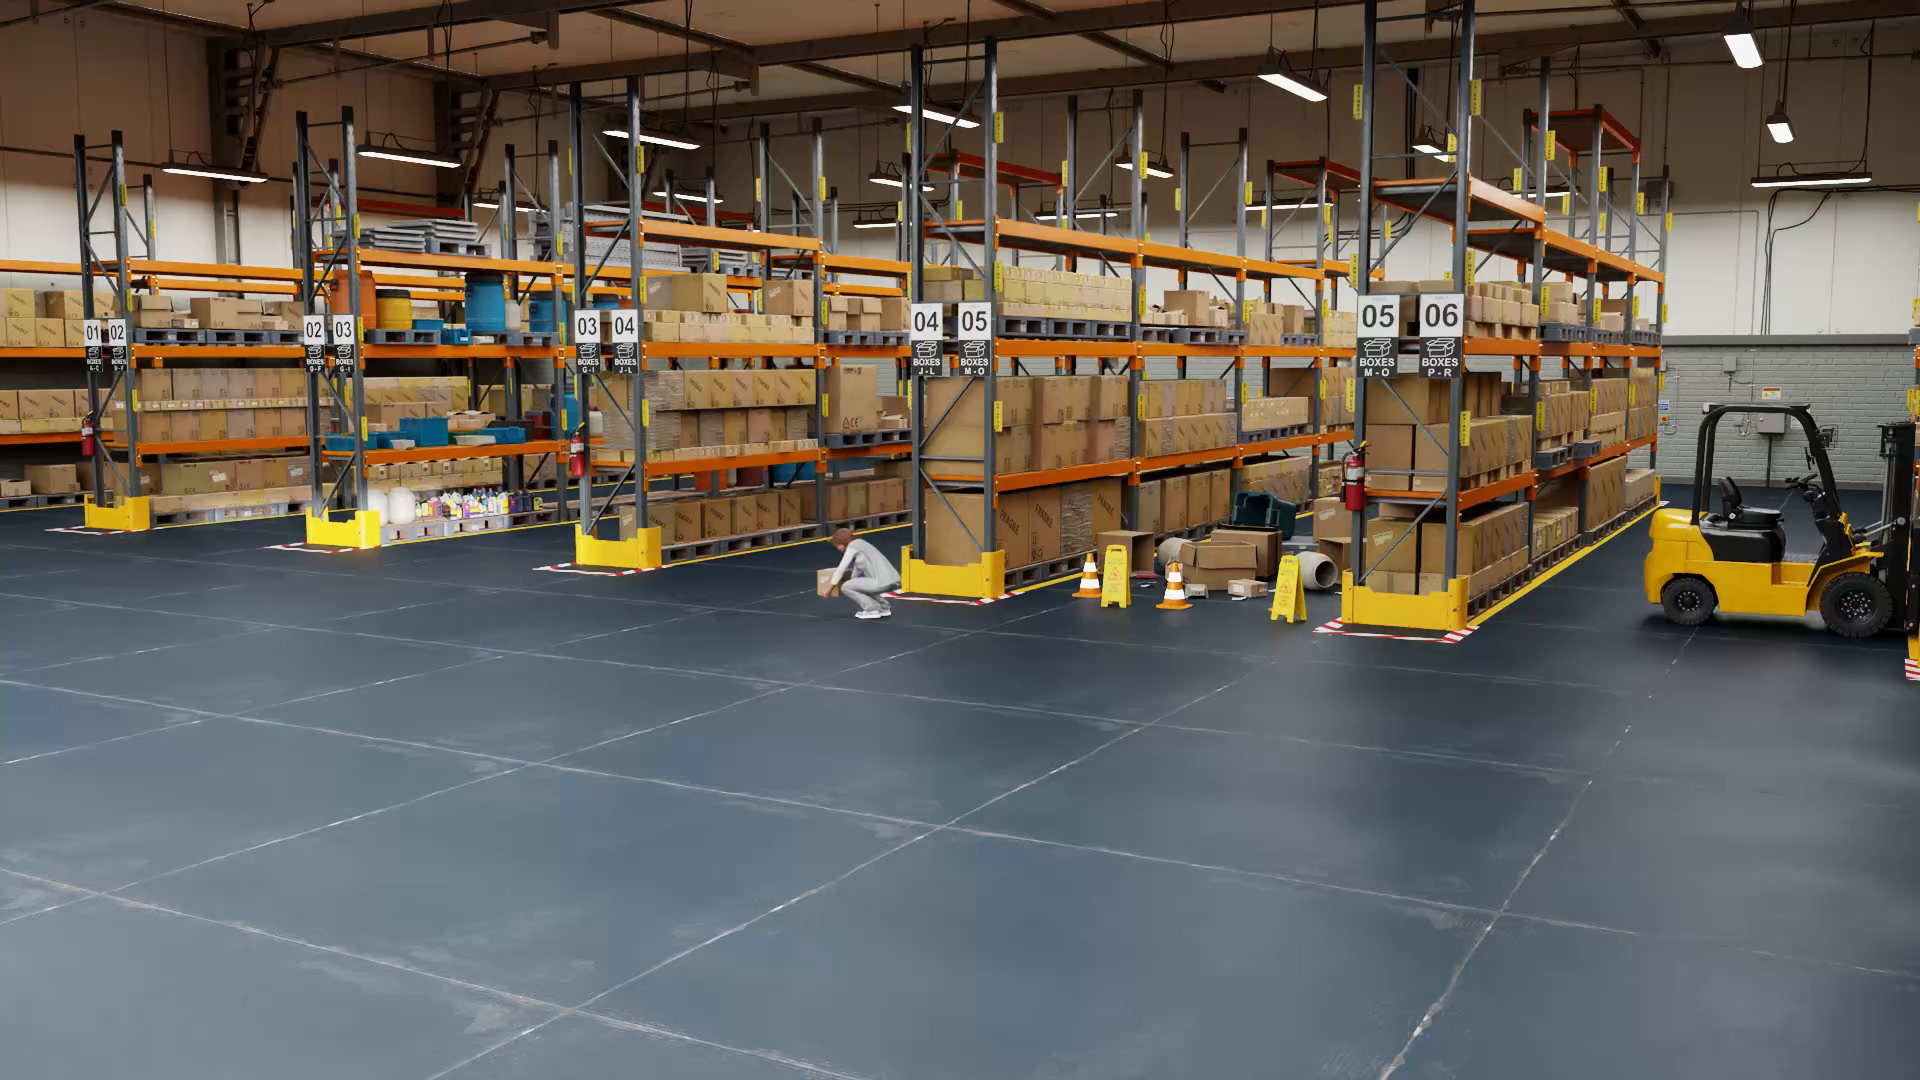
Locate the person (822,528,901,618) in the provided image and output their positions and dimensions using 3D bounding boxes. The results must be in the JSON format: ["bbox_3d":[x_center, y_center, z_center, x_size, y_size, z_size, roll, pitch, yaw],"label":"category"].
[{"bbox_3d":[-0.987,0.338,16.809,0.803,0.883,0.449,3,7,28],"label":"person"}]
